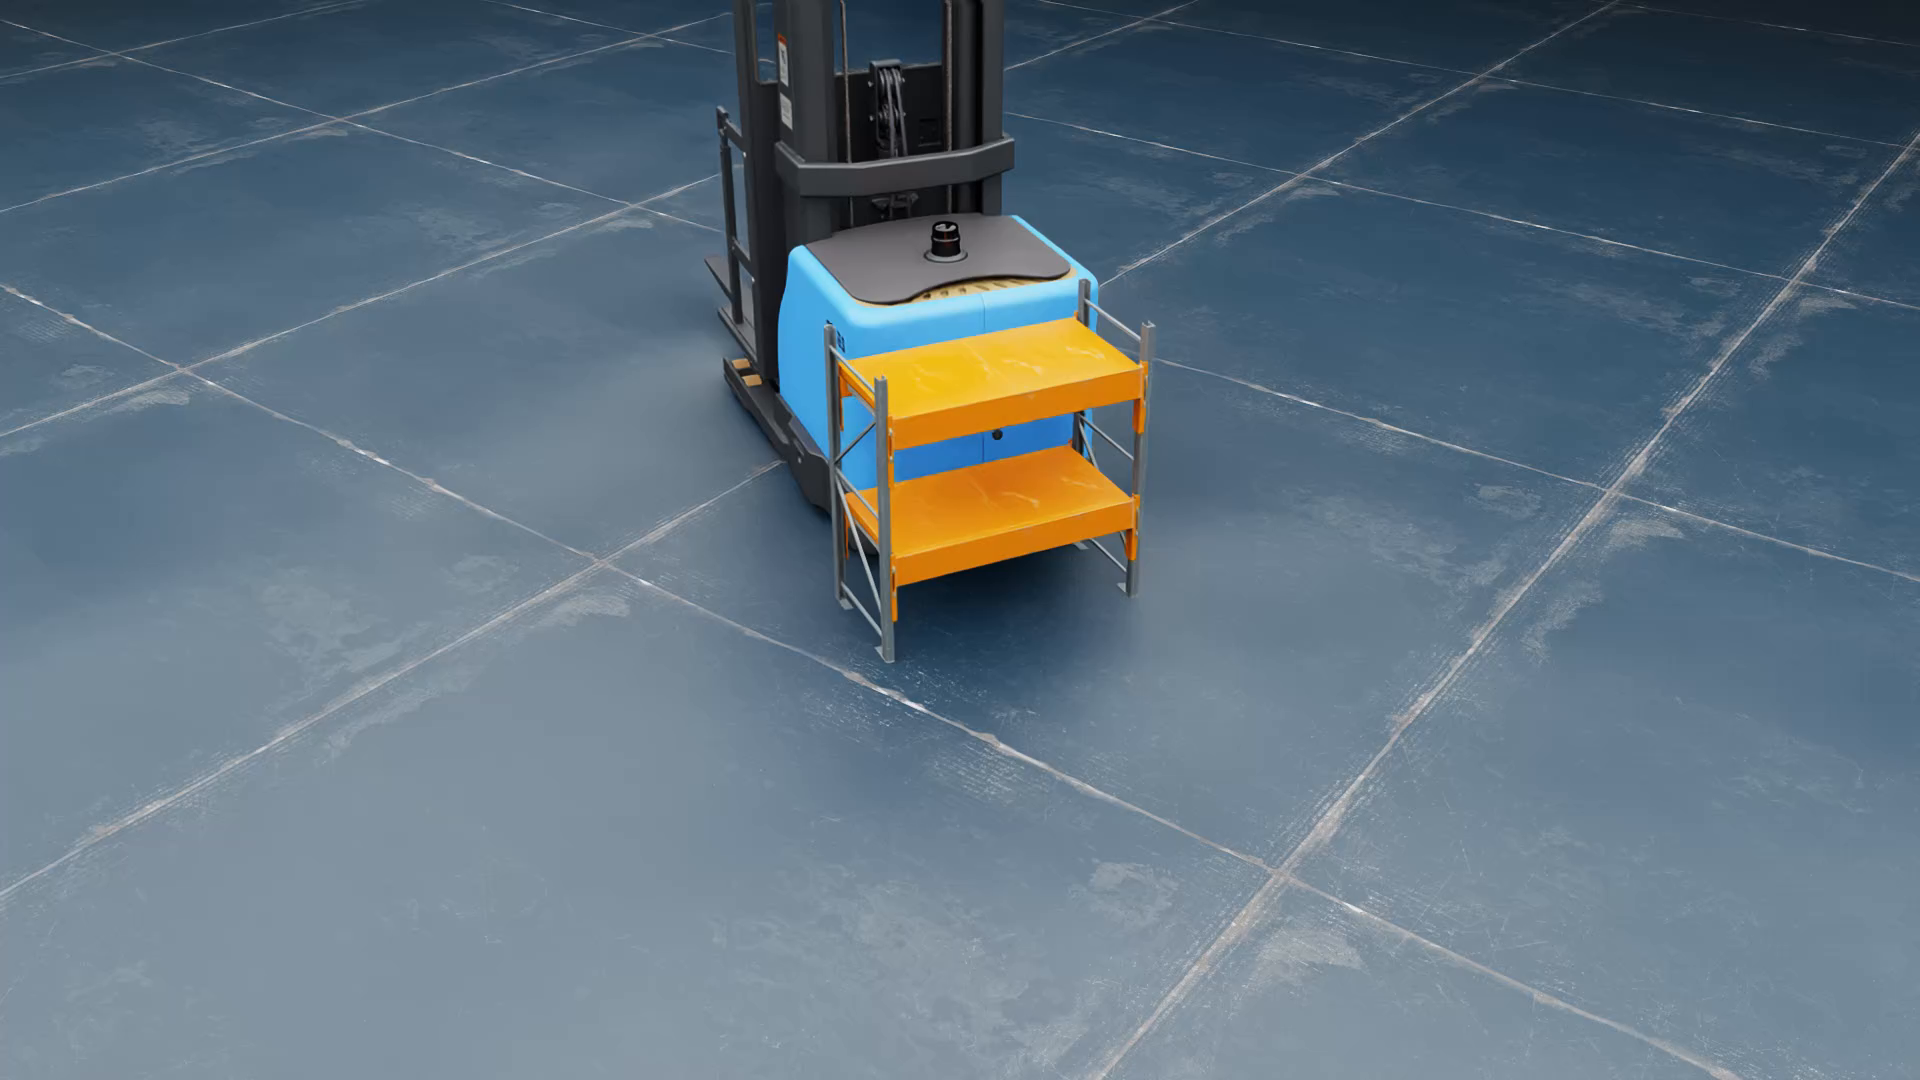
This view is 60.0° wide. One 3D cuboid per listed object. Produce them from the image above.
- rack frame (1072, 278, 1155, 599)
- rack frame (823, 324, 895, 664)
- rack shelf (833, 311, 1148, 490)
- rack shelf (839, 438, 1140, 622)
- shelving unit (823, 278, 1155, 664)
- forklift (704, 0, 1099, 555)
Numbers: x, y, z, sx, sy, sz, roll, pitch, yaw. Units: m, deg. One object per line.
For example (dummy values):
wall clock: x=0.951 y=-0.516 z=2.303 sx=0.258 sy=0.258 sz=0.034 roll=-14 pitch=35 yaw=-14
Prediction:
rack frame: x=0.561 y=-0.376 z=6.281 sx=0.032 sy=1.125 sz=0.500 roll=-14 pitch=33 yaw=-22
rack frame: x=-0.357 y=-0.153 z=5.905 sx=0.032 sy=1.125 sz=0.500 roll=-14 pitch=33 yaw=-22
rack shelf: x=0.102 y=-0.516 z=5.944 sx=1.000 sy=0.278 sz=0.538 roll=-14 pitch=33 yaw=-22
rack shelf: x=0.102 y=-0.054 z=6.218 sx=1.000 sy=0.278 sz=0.538 roll=-14 pitch=33 yaw=-22
shelving unit: x=0.102 y=-0.265 z=6.093 sx=1.048 sy=1.125 sz=0.538 roll=-14 pitch=33 yaw=-22
forklift: x=-0.478 y=-1.940 z=7.148 sx=1.130 sy=2.935 sz=3.031 roll=-12 pitch=33 yaw=-19
